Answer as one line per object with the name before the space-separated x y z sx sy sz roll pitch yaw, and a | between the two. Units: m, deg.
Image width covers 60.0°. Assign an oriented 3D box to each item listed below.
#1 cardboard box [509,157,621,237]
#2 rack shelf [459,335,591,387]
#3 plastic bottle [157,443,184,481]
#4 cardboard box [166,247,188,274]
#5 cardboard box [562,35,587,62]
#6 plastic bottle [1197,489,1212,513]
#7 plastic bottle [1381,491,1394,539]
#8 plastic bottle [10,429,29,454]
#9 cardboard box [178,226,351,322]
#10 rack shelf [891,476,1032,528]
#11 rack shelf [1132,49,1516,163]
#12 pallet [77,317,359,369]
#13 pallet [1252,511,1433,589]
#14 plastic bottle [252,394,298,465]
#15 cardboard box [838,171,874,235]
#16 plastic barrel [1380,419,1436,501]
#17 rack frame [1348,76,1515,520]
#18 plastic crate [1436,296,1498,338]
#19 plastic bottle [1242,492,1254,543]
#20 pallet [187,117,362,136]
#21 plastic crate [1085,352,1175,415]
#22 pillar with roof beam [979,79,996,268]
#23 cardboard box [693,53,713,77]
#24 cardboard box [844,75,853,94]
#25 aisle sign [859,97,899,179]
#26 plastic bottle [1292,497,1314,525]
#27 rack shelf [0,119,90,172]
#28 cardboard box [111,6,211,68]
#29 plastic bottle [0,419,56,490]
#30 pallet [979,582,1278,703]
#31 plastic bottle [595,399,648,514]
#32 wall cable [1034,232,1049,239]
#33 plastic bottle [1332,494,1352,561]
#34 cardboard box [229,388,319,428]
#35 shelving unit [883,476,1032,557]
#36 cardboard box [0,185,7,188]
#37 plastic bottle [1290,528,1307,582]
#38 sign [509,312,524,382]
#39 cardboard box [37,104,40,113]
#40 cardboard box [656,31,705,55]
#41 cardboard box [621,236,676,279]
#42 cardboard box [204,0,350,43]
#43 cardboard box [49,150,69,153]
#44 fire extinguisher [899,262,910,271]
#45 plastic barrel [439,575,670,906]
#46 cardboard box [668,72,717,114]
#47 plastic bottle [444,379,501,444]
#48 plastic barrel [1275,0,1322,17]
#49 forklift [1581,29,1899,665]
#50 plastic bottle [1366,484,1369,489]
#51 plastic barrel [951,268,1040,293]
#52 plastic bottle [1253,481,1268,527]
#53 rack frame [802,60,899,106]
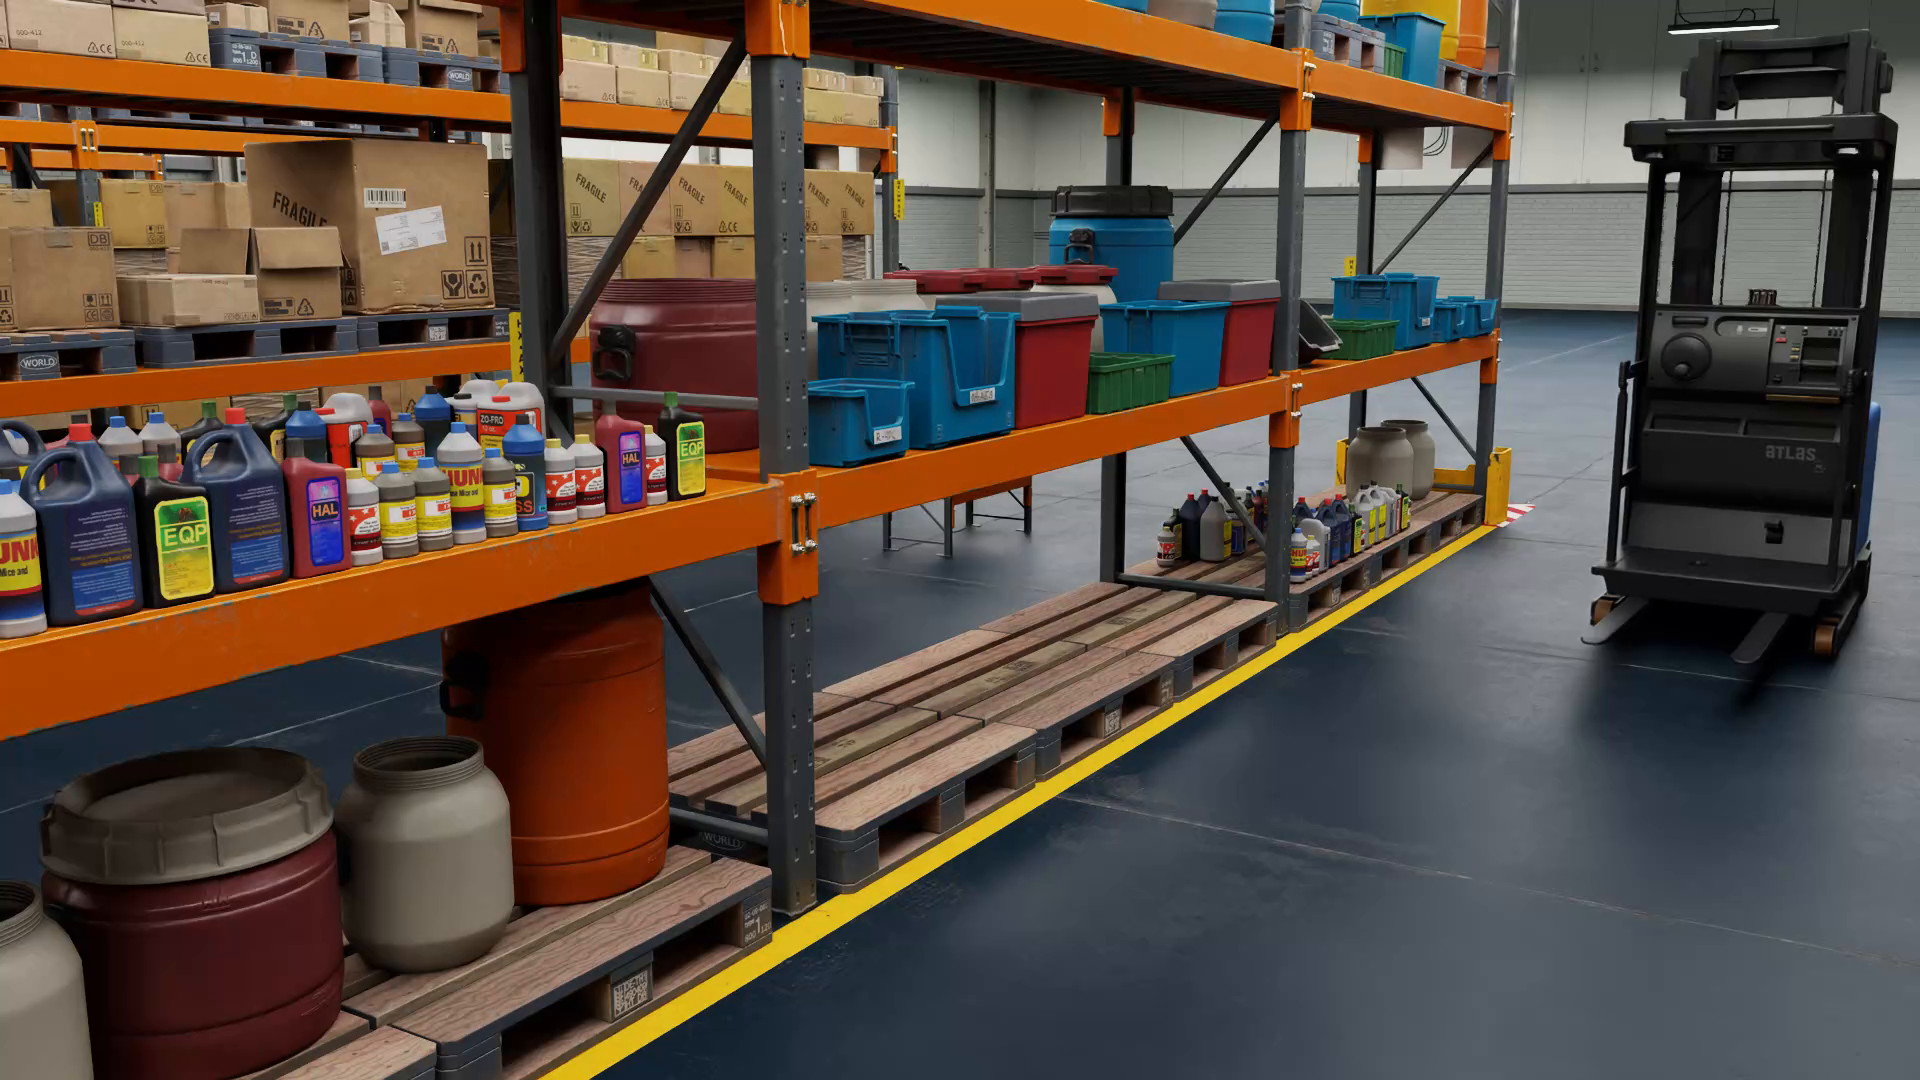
cardboard box | -2.592 -2.248 10.928 0.500 0.500 0.500 6 12 31
rack shelf | -2.005 -1.476 12.555 1.077 0.370 4.000 6 12 31
plastic bottle | -1.545 -0.056 3.332 0.061 0.283 0.133 6 12 31
cardboard box | -6.782 -2.226 14.201 0.875 0.550 0.550 6 12 31
cardboard box | -2.611 -3.133 10.626 0.380 0.149 0.250 6 12 29
plastic bottle | 1.378 -0.115 9.334 0.144 0.351 0.185 6 12 28
plastic bottle | 2.461 -0.159 9.771 0.152 0.276 0.135 6 12 29
plastic bottle | -2.071 -0.115 3.681 0.097 0.271 0.097 0 11 0
cardboard box | -3.864 -1.491 9.257 0.797 0.503 0.637 8 13 36
rack shelf | -0.004 -0.311 10.804 0.538 0.278 1.000 6 12 31
rack shelf | 2.228 -2.477 9.752 1.077 0.370 4.000 6 12 31
pallet | -4.127 -1.107 9.150 1.003 0.211 1.213 6 12 31
pallet | 2.207 0.035 10.110 1.003 0.211 1.213 6 12 31
plastic bottle | -1.737 -0.229 4.255 0.061 0.283 0.133 6 12 31
cardboard box | -1.041 -2.721 13.452 0.500 0.500 0.500 6 12 31
plastic barrel | 2.990 -0.544 11.240 0.421 0.512 0.421 0 11 0
rack frame | 3.267 -1.671 11.641 1.000 3.000 0.127 6 12 31
plastic crate | 3.262 -1.490 11.082 0.499 0.251 0.616 6 12 31
plastic bottle | 1.646 -0.127 9.581 0.061 0.283 0.133 6 12 31
pallet | -6.162 -3.754 14.860 1.003 0.211 1.213 6 12 31
plastic crate | 0.527 -0.637 6.694 0.450 0.188 0.662 6 12 31
pillar with roof beam | 4.442 -10.797 44.084 9.100 9.000 0.548 6 12 31
cardboard box | -1.966 -3.342 11.740 0.380 0.149 0.250 6 12 30
cardboard box | -1.079 -3.637 13.319 0.380 0.149 0.250 6 12 29
aisle sign | -0.678 -3.403 13.829 0.394 0.787 0.004 6 12 31
plastic bottle | 1.840 -0.057 9.024 0.144 0.351 0.185 6 12 31
rack shelf | -8.268 -2.811 11.535 1.077 0.370 4.000 6 12 31
cardboard box | -4.133 -2.498 8.319 0.500 0.250 0.500 7 13 32
plastic bottle | -1.994 -0.115 3.465 0.144 0.351 0.185 6 12 31
pallet | 0.815 0.456 7.858 1.003 0.211 1.213 6 12 31
plastic bottle | -0.852 -0.215 4.180 0.061 0.283 0.133 6 12 31
wall cable | 3.423 -10.019 48.367 3.097 2.526 0.112 6 12 31
plastic bottle | 2.062 -0.073 9.109 0.144 0.351 0.185 6 12 28
cardboard box | -6.379 -1.401 14.834 0.875 0.875 0.875 6 12 31
shelving unit | -0.004 -0.552 10.759 0.538 1.125 1.048 6 12 31
cardboard box | -10.339 -3.442 17.307 0.700 0.500 0.500 6 12 30
plastic bottle | 1.730 0.075 8.536 0.097 0.271 0.097 0 11 0
sign | -1.361 -0.544 5.181 0.100 0.325 0.005 6 12 31
cardboard box | -9.952 -4.601 17.656 0.380 0.149 0.250 6 12 31
cardboard box | -1.968 -3.852 12.701 0.500 0.500 0.500 6 12 30
cardboard box | -2.467 -1.850 11.521 0.875 0.500 0.500 6 12 31
cardboard box | -3.860 -3.034 9.348 0.797 0.503 0.637 7 13 33
cardboard box | -9.839 -4.244 17.920 0.380 0.149 0.250 6 12 31
fire extinguisher | -0.513 -2.080 14.037 0.296 0.674 0.183 6 12 31
plastic barrel | -1.126 0.526 4.662 0.600 0.830 0.708 6 12 31
cardboard box | -2.053 -3.123 11.653 0.500 0.250 0.500 6 12 28
plastic bottle | -1.388 -0.314 4.734 0.152 0.276 0.135 6 12 31
plastic barrel | 1.581 -2.826 8.218 0.421 0.512 0.421 0 11 0
forklift | 3.832 -0.975 8.113 1.130 2.935 3.031 7 13 32
plastic bottle | 2.442 -0.194 9.941 0.061 0.283 0.133 6 12 31
plastic barrel | 0.125 -0.864 6.961 0.433 0.535 0.433 0 11 0
plastic bottle | 1.829 -0.221 10.116 0.097 0.271 0.097 0 11 0
rack frame | -0.967 -5.093 13.617 1.000 3.000 0.127 6 12 31
